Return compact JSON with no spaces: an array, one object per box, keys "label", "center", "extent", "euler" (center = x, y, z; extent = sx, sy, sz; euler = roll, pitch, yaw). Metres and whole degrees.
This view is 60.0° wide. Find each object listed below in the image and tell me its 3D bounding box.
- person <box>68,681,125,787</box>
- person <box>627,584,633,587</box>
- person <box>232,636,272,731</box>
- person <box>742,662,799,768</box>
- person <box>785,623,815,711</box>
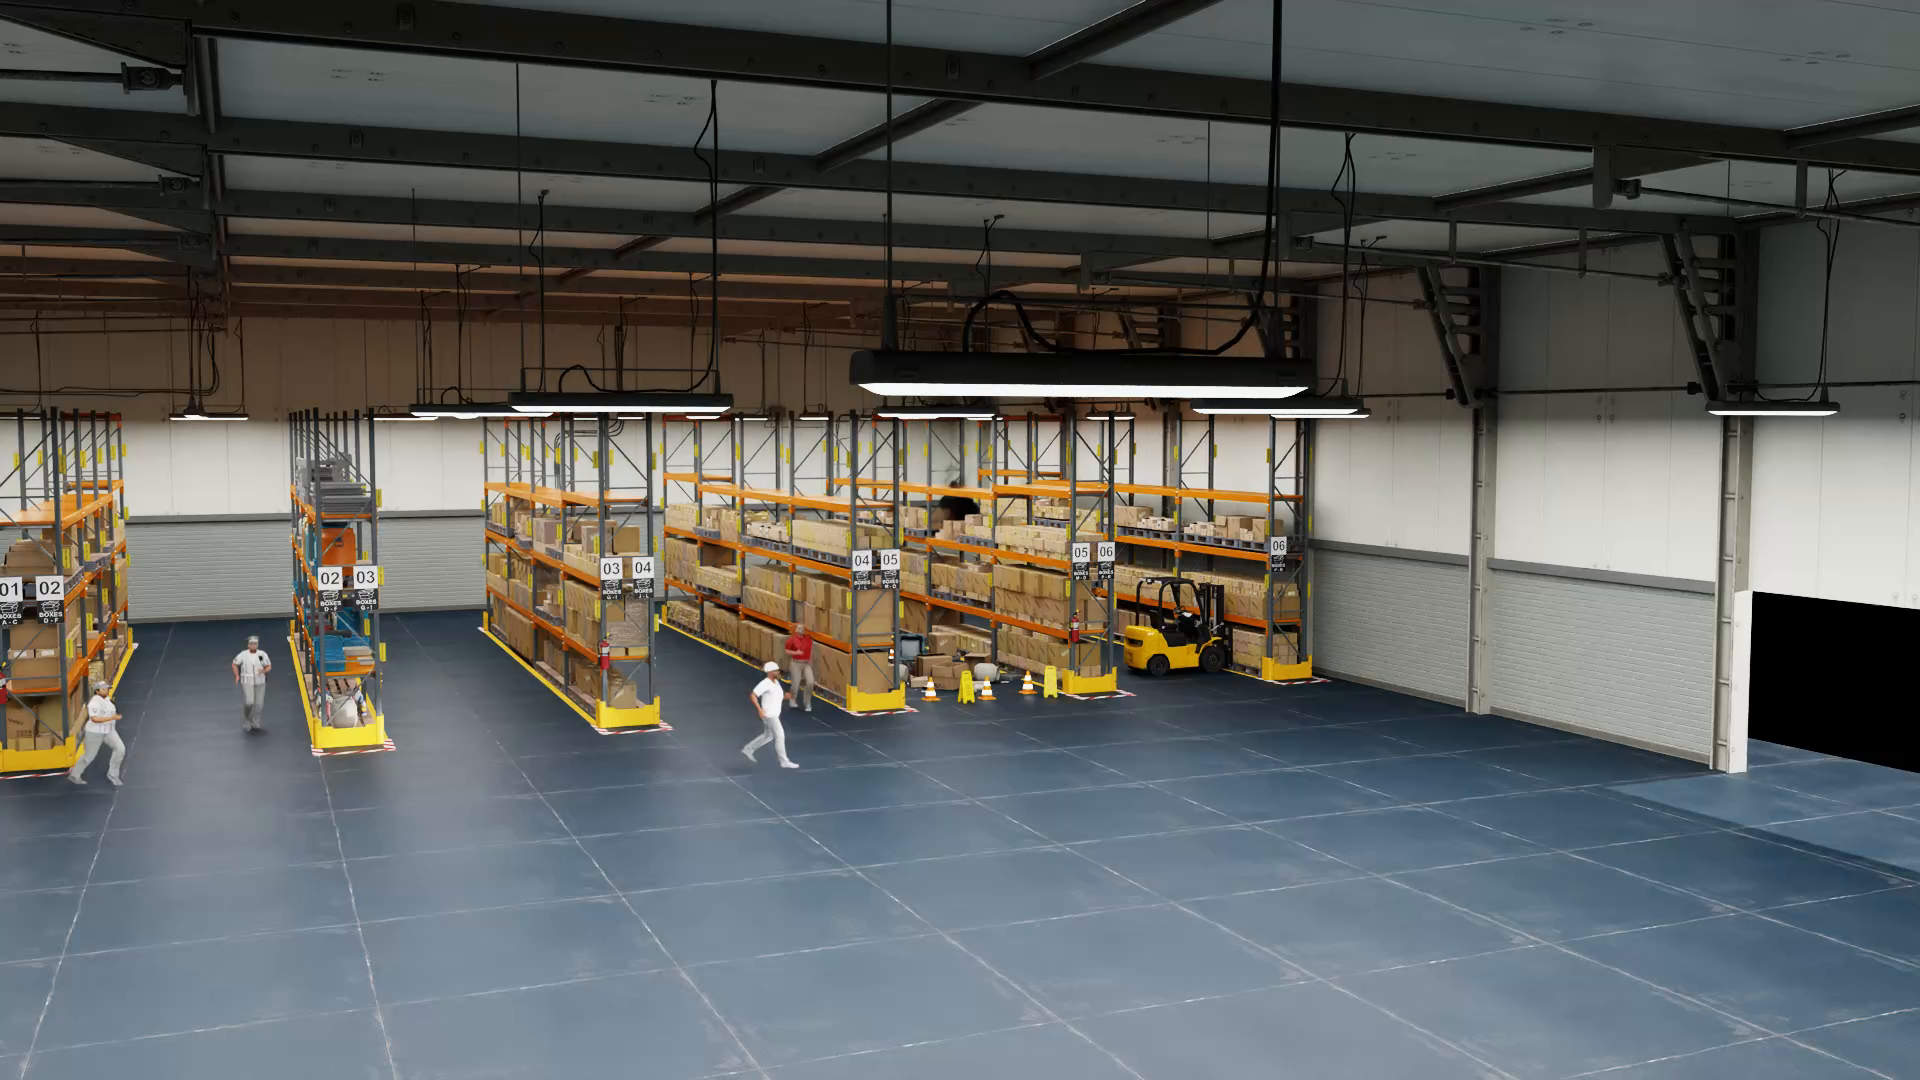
[{"label":"person","center":[-13.576,3.065,26.221],"extent":[0.871,1.710,0.609],"euler":[0,4,7]},{"label":"person","center":[-8.929,1.655,45.492],"extent":[0.695,1.806,0.686],"euler":[-1,4,-17]},{"label":"person","center":[-13.173,2.674,31.009],"extent":[0.646,1.769,0.677],"euler":[-3,5,-33]},{"label":"person","center":[-3.148,2.885,27.494],"extent":[0.981,1.750,0.701],"euler":[1,4,7]},{"label":"person","center":[-3.170,2.563,33.141],"extent":[0.658,1.813,0.680],"euler":[-2,4,-27]}]
